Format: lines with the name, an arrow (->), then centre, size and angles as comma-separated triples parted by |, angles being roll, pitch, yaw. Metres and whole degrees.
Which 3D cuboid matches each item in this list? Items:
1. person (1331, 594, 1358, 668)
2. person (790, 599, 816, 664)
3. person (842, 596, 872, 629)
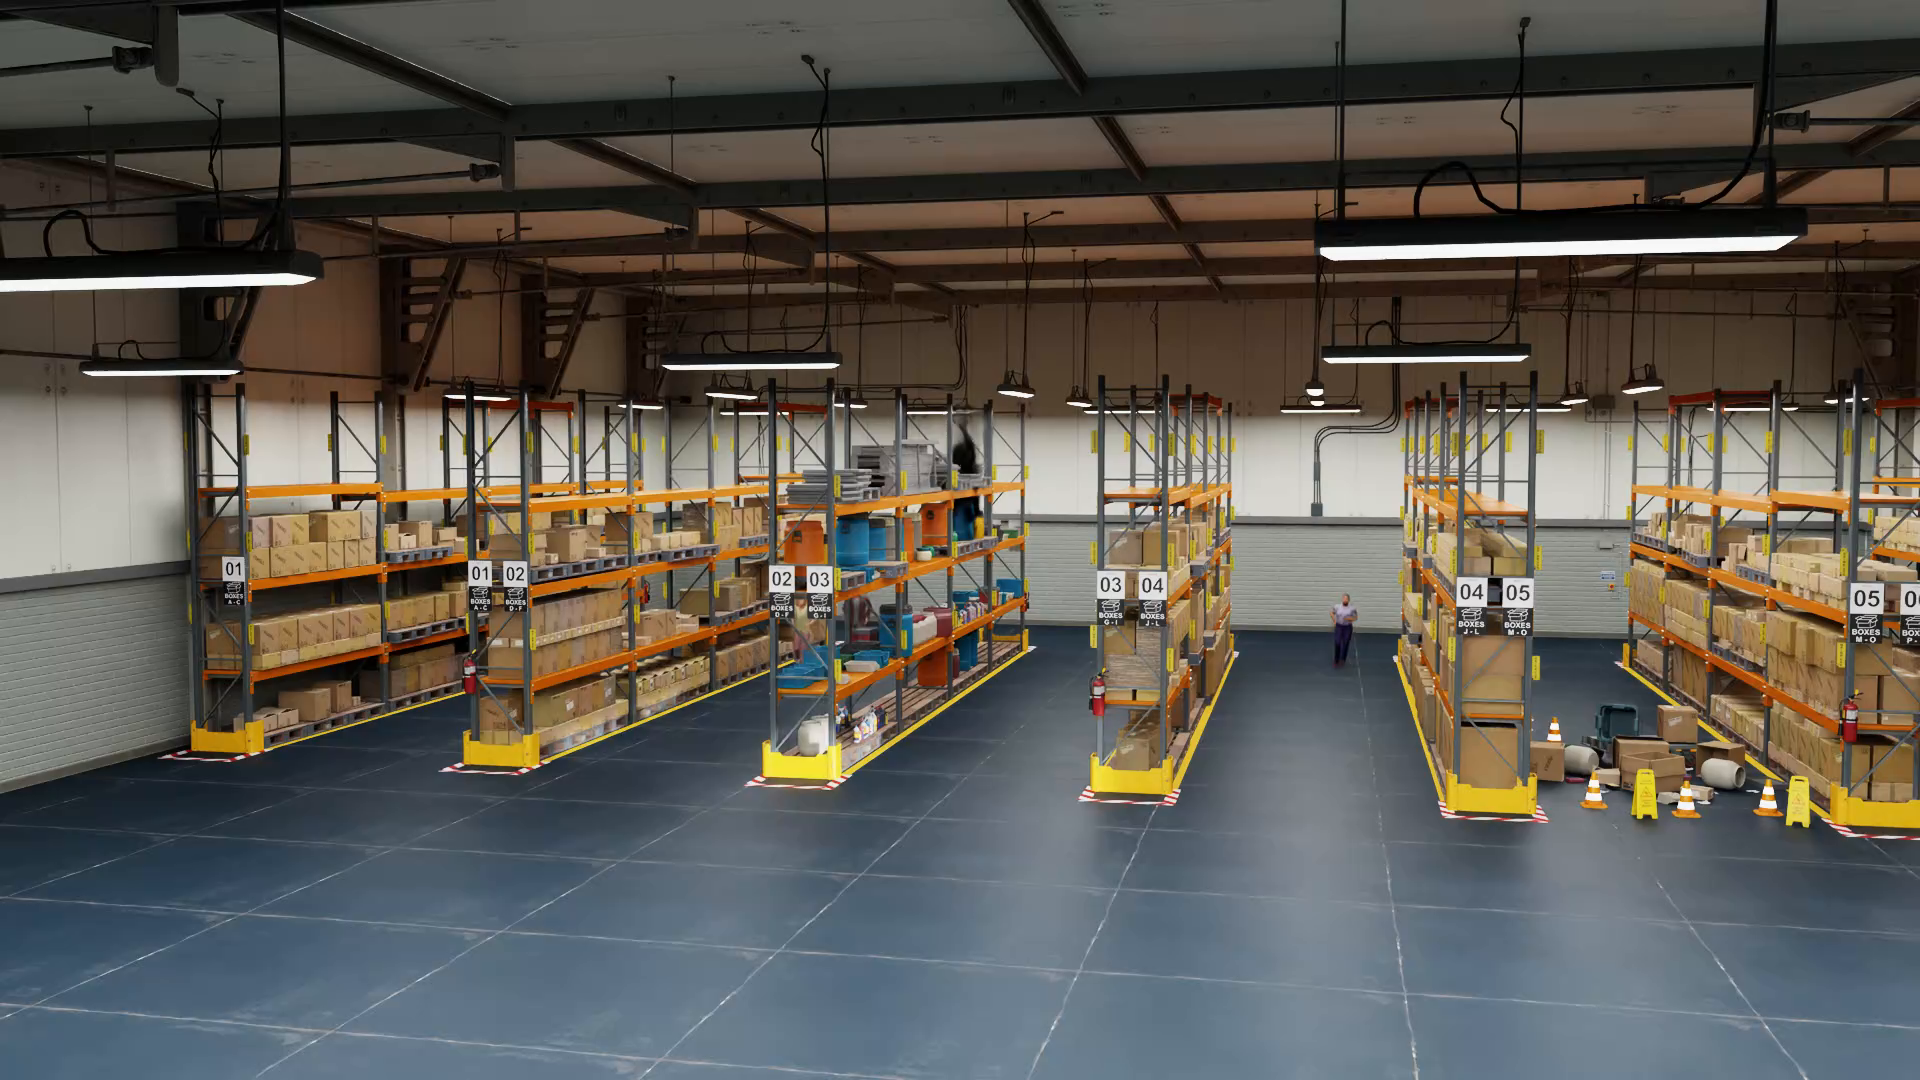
person -> 8.653, 2.068, 37.459 | 0.594, 1.692, 0.636 | 1, 3, 12
person -> -3.323, 1.965, 35.053 | 0.570, 1.637, 0.564 | 0, 3, 7
person -> -2.407, 1.929, 38.573 | 0.691, 1.746, 0.657 | 0, 3, 4
